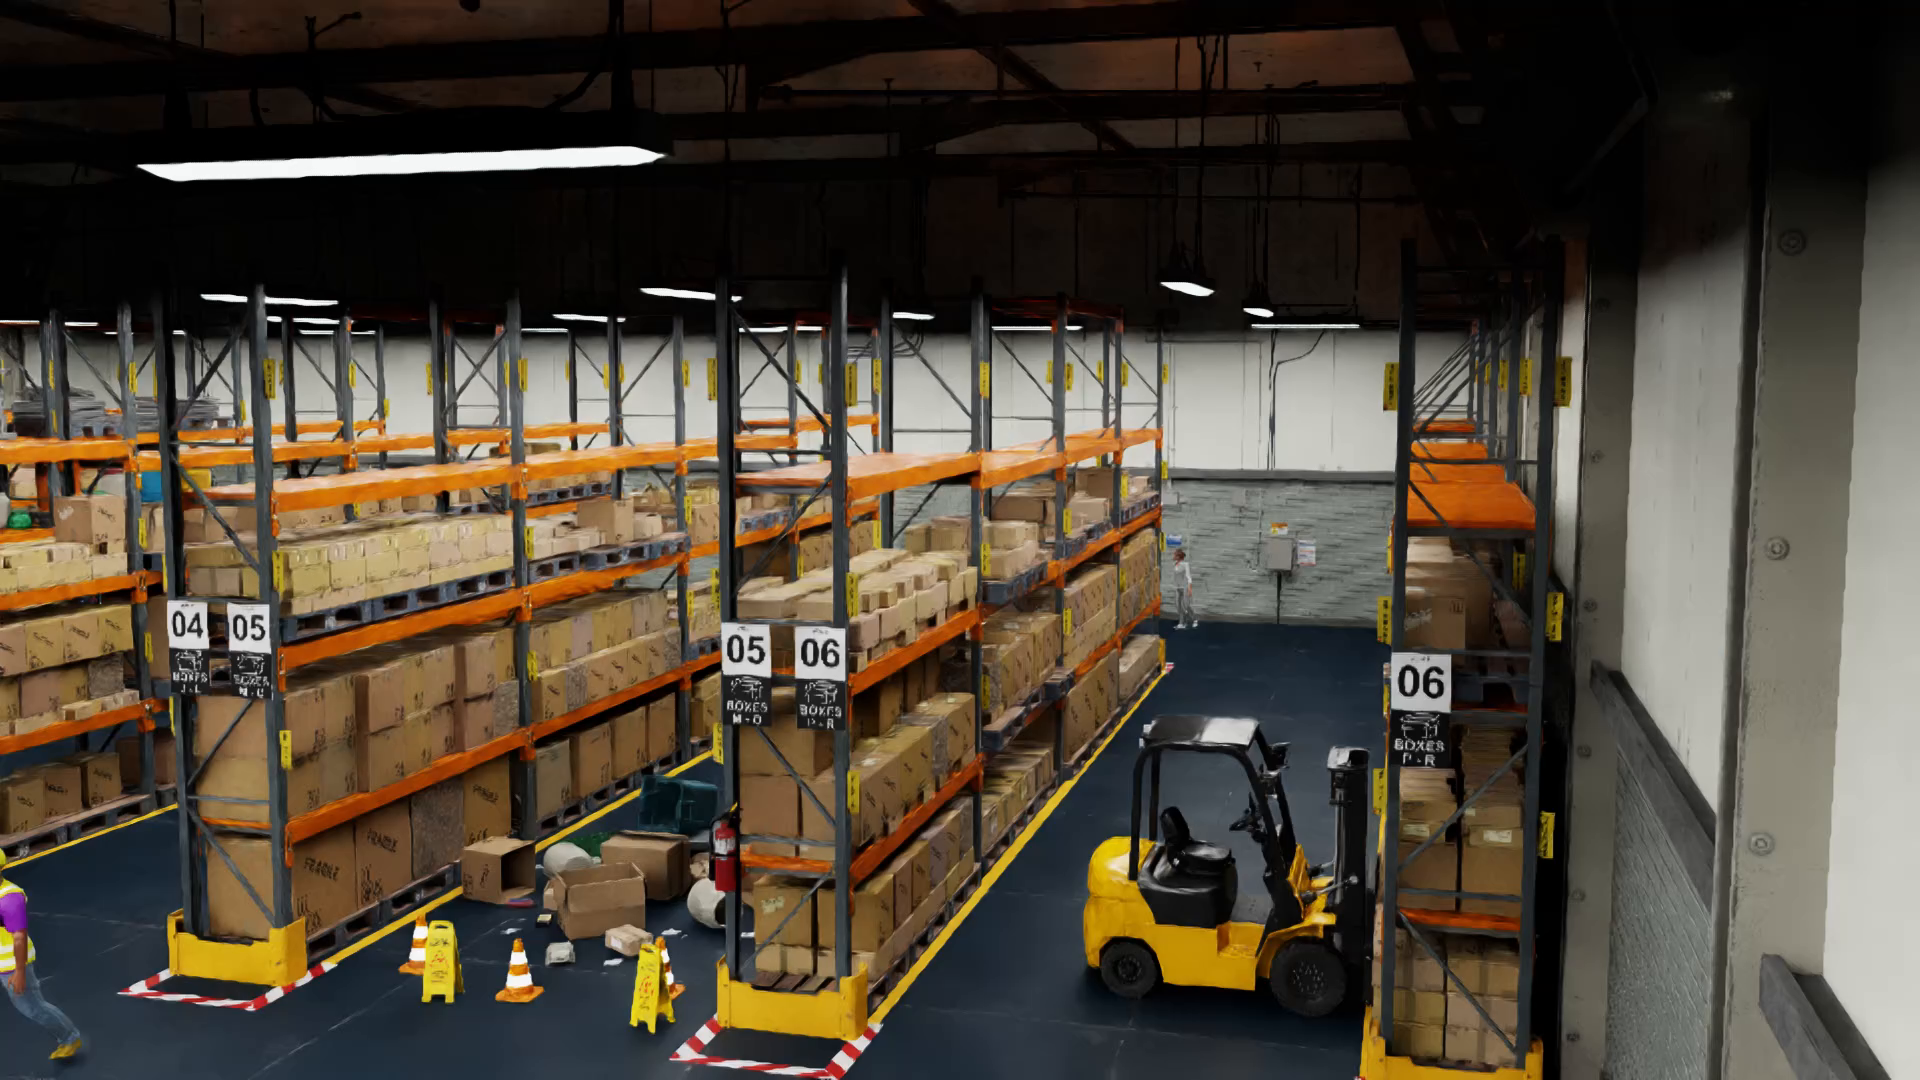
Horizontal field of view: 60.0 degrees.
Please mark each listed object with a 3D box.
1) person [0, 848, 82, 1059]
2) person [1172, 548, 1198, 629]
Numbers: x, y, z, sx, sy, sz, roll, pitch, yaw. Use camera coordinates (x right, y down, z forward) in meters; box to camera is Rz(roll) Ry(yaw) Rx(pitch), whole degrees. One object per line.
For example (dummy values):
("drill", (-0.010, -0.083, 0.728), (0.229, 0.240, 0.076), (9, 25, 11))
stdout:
("person", (-6.886, 3.043, 12.030), (0.599, 1.728, 0.936), (4, 7, 31))
("person", (4.407, 0.948, 32.493), (0.506, 1.587, 0.470), (-4, 7, -36))
